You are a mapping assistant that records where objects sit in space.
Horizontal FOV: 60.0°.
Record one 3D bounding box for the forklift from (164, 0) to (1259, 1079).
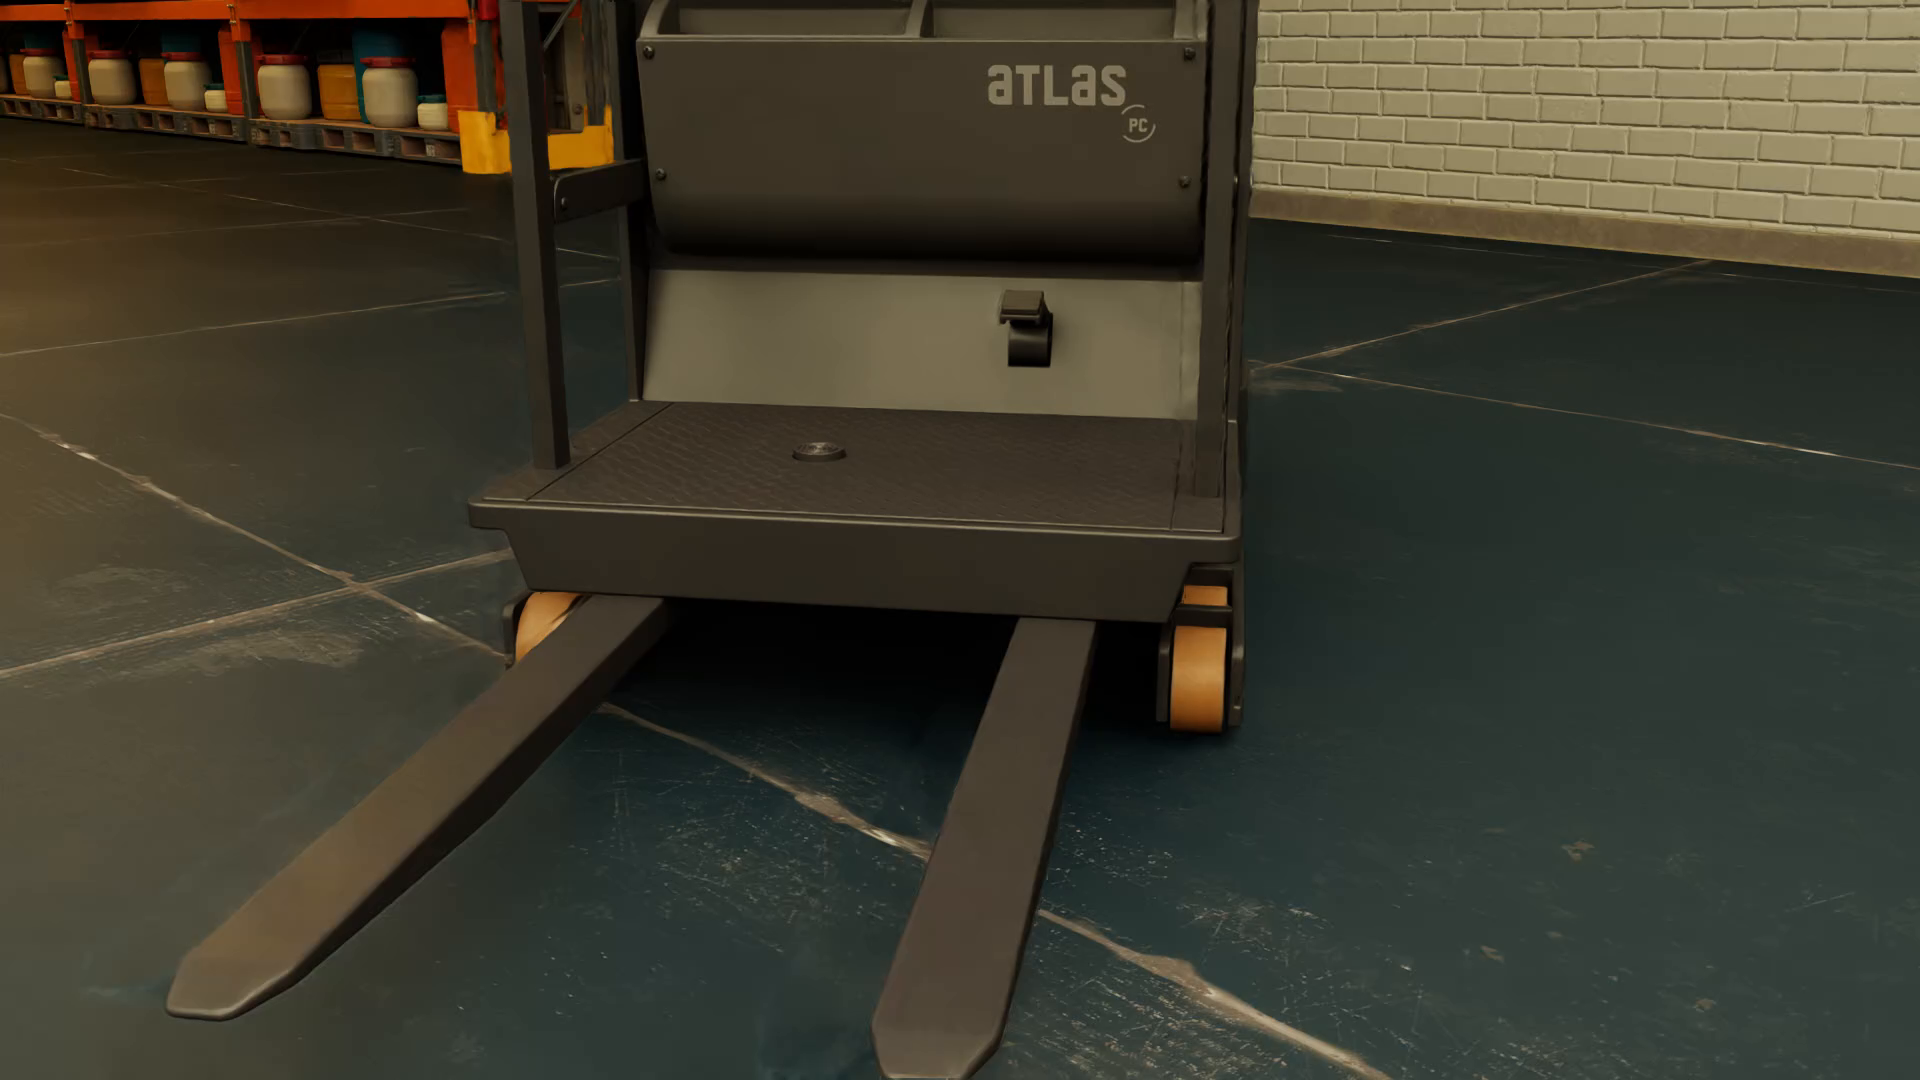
[{"bbox_3d":[-0.094,-1.224,2.389,1.130,2.935,3.031,3,17,9],"label":"forklift"}]
